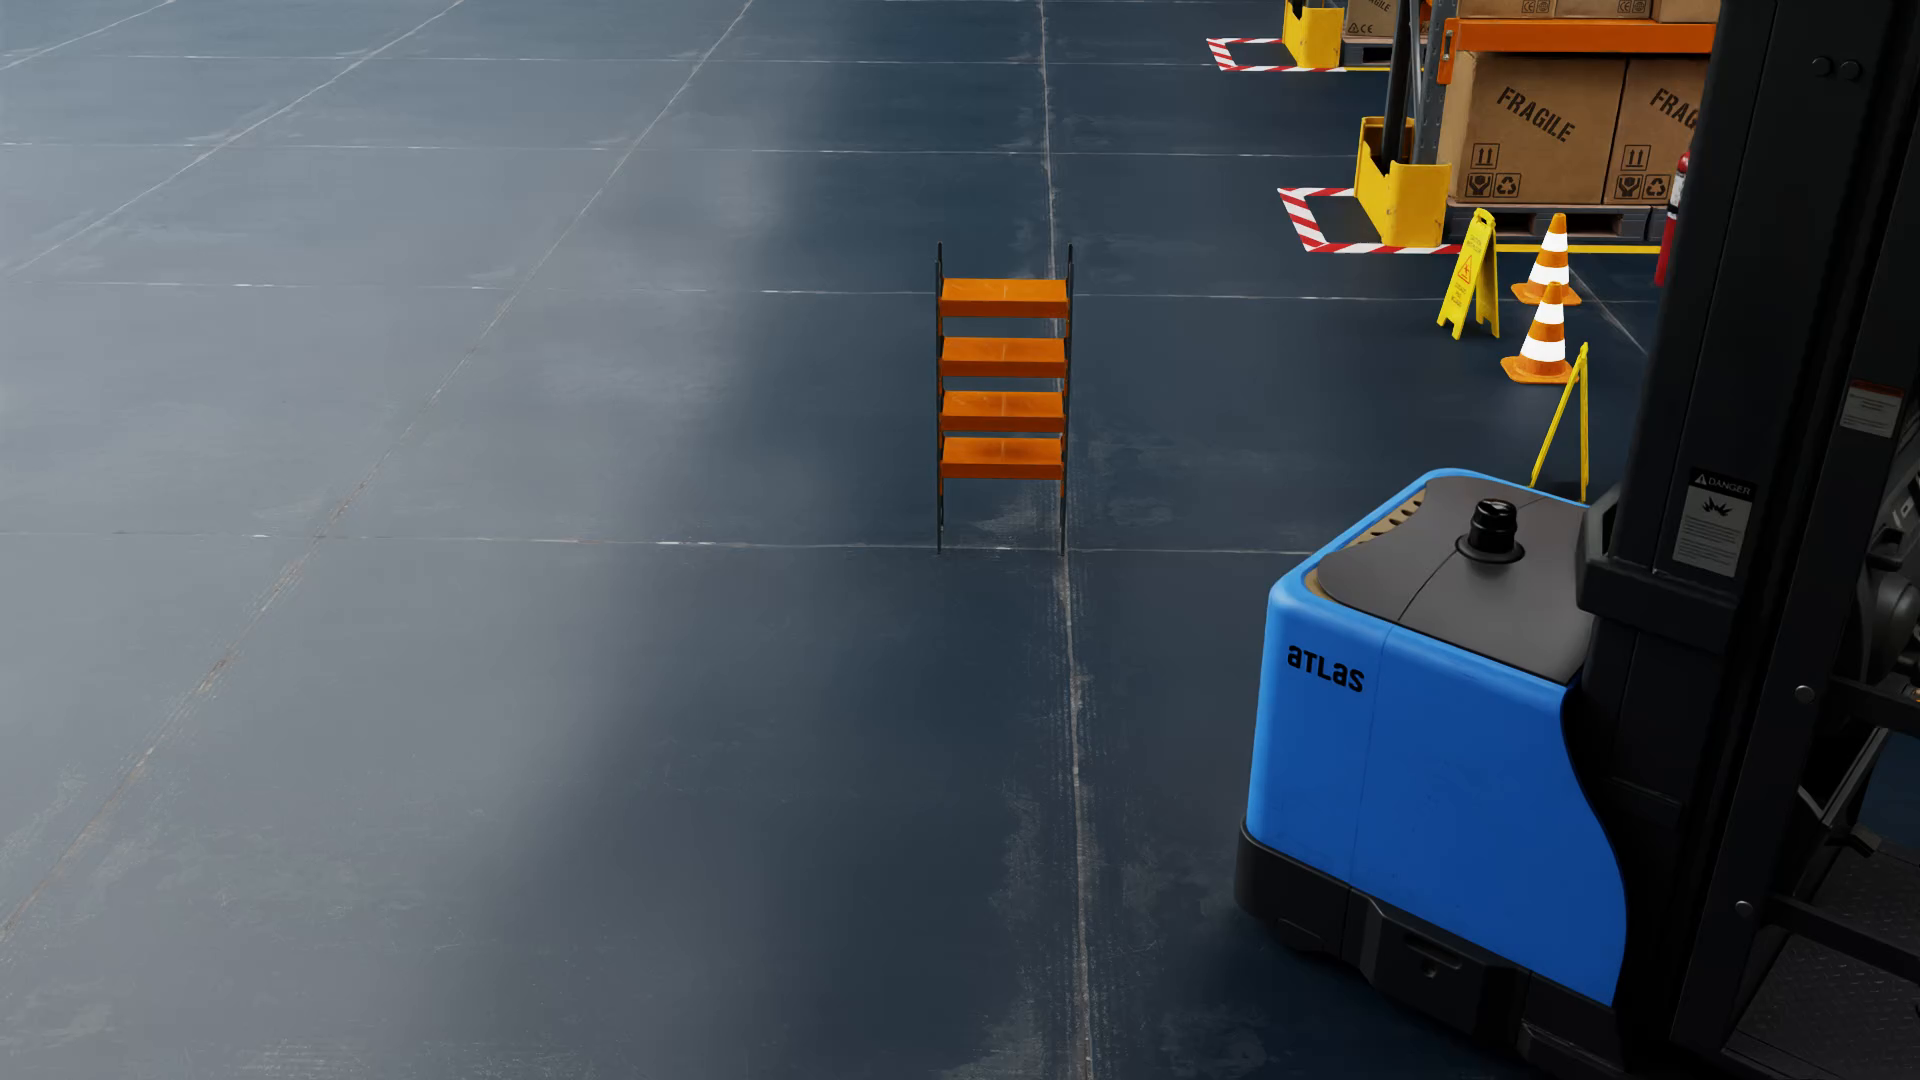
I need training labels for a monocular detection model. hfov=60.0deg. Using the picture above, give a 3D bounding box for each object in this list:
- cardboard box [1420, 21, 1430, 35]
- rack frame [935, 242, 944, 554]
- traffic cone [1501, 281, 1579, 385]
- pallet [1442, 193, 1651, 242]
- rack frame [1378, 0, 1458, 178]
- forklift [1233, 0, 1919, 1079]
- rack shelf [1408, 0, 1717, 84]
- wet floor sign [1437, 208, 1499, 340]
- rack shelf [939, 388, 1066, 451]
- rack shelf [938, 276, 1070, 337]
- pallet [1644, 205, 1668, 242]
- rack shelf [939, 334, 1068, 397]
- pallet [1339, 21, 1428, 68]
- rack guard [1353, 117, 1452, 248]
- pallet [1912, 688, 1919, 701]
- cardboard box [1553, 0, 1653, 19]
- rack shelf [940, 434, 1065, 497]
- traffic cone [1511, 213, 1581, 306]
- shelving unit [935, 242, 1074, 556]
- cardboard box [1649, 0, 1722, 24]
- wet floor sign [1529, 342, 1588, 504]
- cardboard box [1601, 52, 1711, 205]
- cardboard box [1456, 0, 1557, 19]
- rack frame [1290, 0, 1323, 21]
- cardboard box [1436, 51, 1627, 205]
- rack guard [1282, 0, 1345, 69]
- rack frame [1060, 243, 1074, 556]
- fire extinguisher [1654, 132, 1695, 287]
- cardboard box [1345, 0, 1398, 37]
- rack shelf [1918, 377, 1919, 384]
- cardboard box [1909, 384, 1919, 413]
[{"bbox_3d":[4.276,-4.748,14.662,0.500,0.500,0.500,8,29,15],"label":"cardboard box"},{"bbox_3d":[-0.078,-0.531,6.410,0.015,1.200,0.240,1,28,2],"label":"rack frame"},{"bbox_3d":[2.879,-1.041,8.158,0.334,0.463,0.336,1,28,2],"label":"traffic cone"},{"bbox_3d":[3.580,-2.150,10.518,1.213,0.211,1.003,1,28,2],"label":"pallet"},{"bbox_3d":[2.778,-3.359,9.821,0.127,3.000,1.000,1,28,2],"label":"rack frame"},{"bbox_3d":[2.217,0.042,3.480,3.031,2.935,1.130,22,35,35],"label":"forklift"},{"bbox_3d":[4.777,-3.008,9.927,4.000,0.370,1.077,1,28,2],"label":"rack shelf"},{"bbox_3d":[2.680,-1.392,8.625,0.232,0.644,0.267,-4,28,-7],"label":"wet floor sign"},{"bbox_3d":[0.165,-0.468,6.433,0.480,0.148,0.258,1,28,2],"label":"rack shelf"},{"bbox_3d":[0.165,-0.875,6.218,0.480,0.148,0.258,1,28,2],"label":"rack shelf"},{"bbox_3d":[4.796,-2.128,10.478,1.213,0.211,1.003,1,28,2],"label":"pallet"},{"bbox_3d":[0.165,-0.666,6.329,0.480,0.148,0.258,1,28,2],"label":"rack shelf"},{"bbox_3d":[3.941,-4.415,14.792,1.213,0.211,1.003,1,28,2],"label":"pallet"},{"bbox_3d":[2.754,-2.254,10.407,0.348,0.500,1.175,1,28,2],"label":"rack guard"},{"bbox_3d":[3.591,0.223,6.041,1.213,0.211,1.003,1,28,2],"label":"pallet"},{"bbox_3d":[3.701,-3.441,9.816,0.550,0.550,0.875,1,28,2],"label":"cardboard box"},{"bbox_3d":[0.165,-0.293,6.526,0.480,0.148,0.258,1,28,2],"label":"rack shelf"},{"bbox_3d":[3.259,-1.564,9.145,0.334,0.463,0.336,1,28,2],"label":"traffic cone"},{"bbox_3d":[0.165,-0.527,6.402,0.503,1.200,0.258,1,28,2],"label":"shelving unit"},{"bbox_3d":[4.256,-3.373,9.688,0.550,0.550,0.875,1,28,2],"label":"cardboard box"},{"bbox_3d":[2.553,-0.504,6.949,0.232,0.644,0.267,11,30,19],"label":"wet floor sign"},{"bbox_3d":[4.338,-2.611,10.232,0.875,0.875,0.875,1,28,1],"label":"cardboard box"},{"bbox_3d":[3.151,-3.440,9.814,0.550,0.550,0.875,1,28,2],"label":"cardboard box"},{"bbox_3d":[3.054,-5.678,14.197,0.127,3.000,1.000,1,28,2],"label":"rack frame"},{"bbox_3d":[3.458,-2.625,10.258,0.875,0.875,0.875,1,28,2],"label":"cardboard box"},{"bbox_3d":[3.130,-4.573,14.781,0.348,0.500,1.175,1,28,2],"label":"rack guard"},{"bbox_3d":[0.409,-0.523,6.394,0.015,1.200,0.240,1,28,2],"label":"rack frame"},{"bbox_3d":[2.606,-1.223,5.876,0.183,0.674,0.296,1,28,2],"label":"fire extinguisher"},{"bbox_3d":[3.678,-4.741,14.650,0.500,0.500,0.500,6,29,11],"label":"cardboard box"},{"bbox_3d":[4.703,-0.689,5.553,4.000,0.370,1.077,1,28,2],"label":"rack shelf"},{"bbox_3d":[3.514,-0.451,6.022,0.500,0.500,0.500,1,28,2],"label":"cardboard box"}]
